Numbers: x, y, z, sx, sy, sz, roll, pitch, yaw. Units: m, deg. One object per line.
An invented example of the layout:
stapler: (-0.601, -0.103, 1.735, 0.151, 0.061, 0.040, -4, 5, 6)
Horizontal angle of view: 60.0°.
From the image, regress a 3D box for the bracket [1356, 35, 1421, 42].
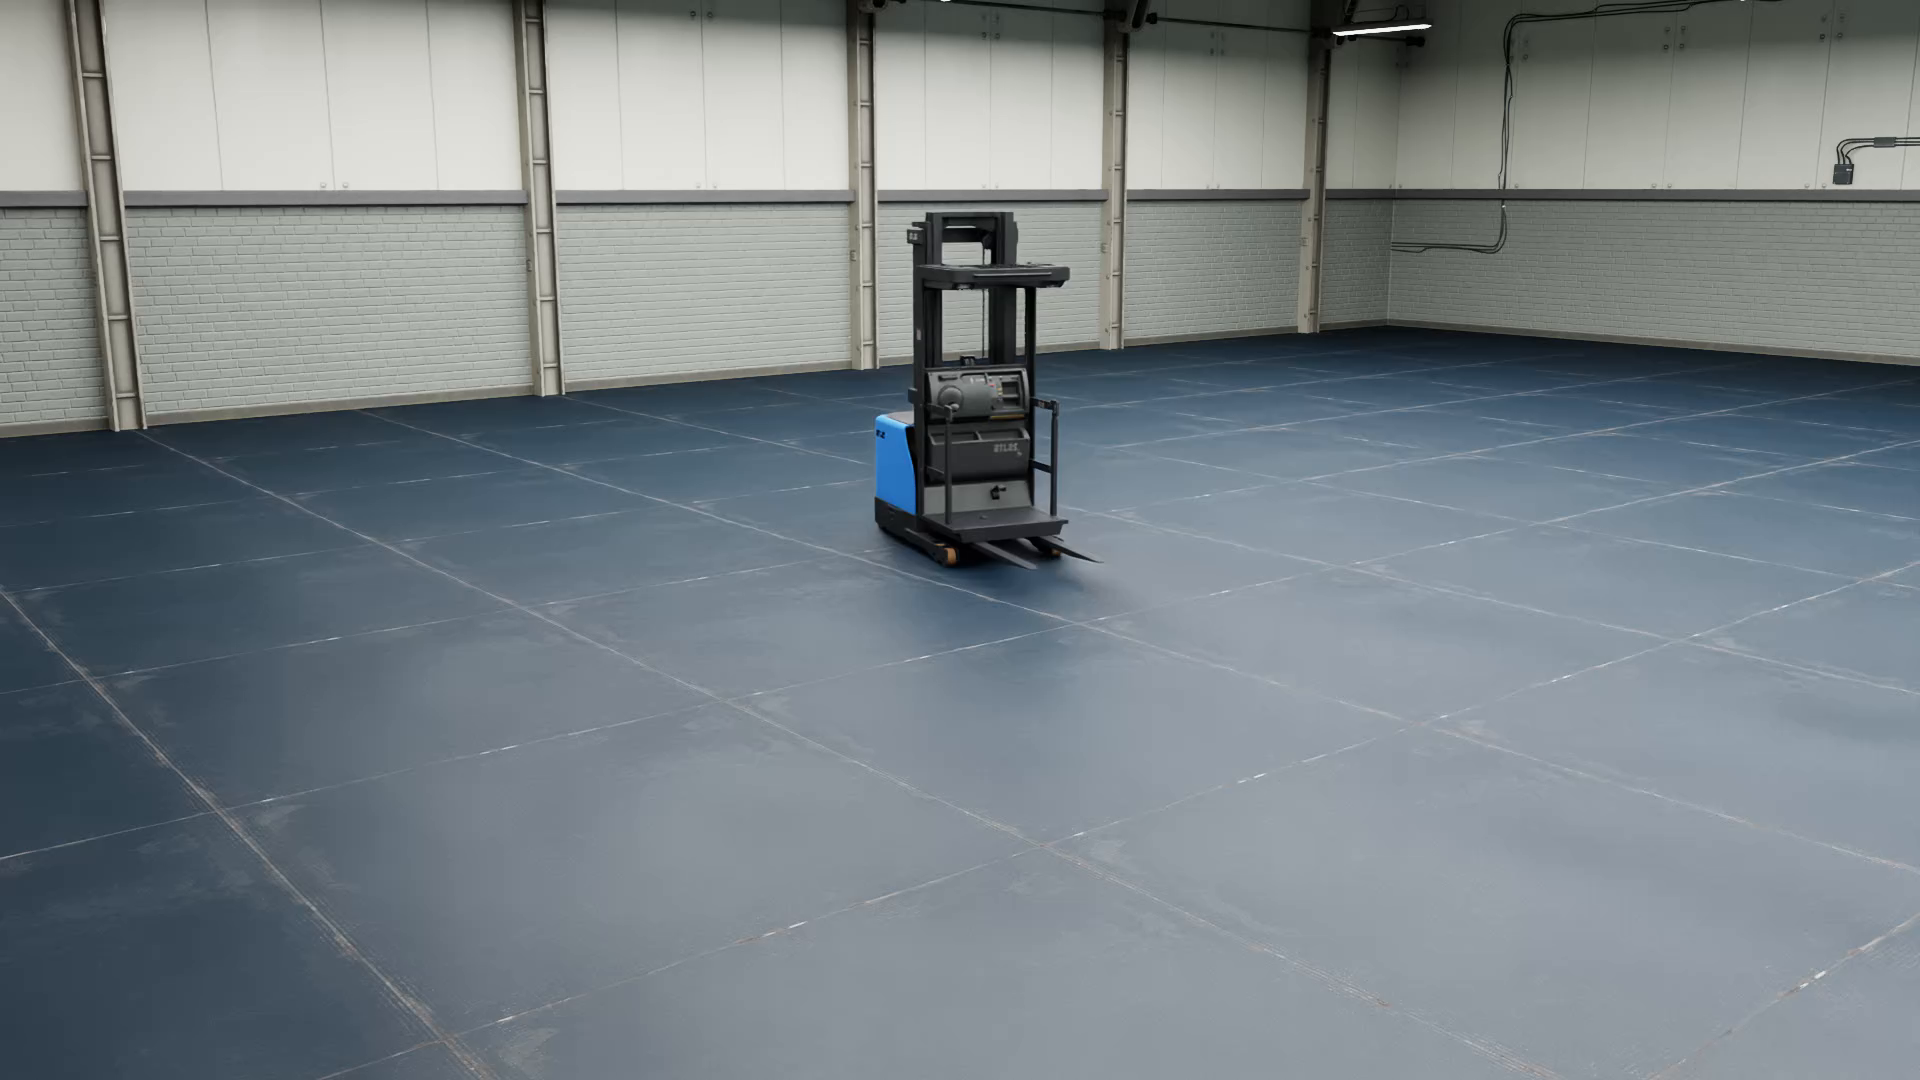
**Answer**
bracket: (9.629, -10.982, 36.517, 3.189, 0.066, 0.076, -9, 15, -38)

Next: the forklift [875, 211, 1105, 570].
forklift: (0.250, -1.306, 14.224, 1.130, 2.935, 3.031, -5, 13, -23)

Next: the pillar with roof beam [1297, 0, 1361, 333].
pillar with roof beam: (10.383, -8.296, 32.532, 0.548, 9.000, 9.100, -9, 15, -38)

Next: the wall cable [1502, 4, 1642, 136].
wall cable: (12.510, -9.675, 34.342, 0.112, 2.526, 3.097, -9, 15, -38)

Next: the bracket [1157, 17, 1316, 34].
bracket: (5.579, -10.309, 33.348, 4.783, 0.066, 0.076, -9, 15, -38)

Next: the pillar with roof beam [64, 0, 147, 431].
pillar with roof beam: (-8.358, -5.182, 17.866, 0.400, 9.000, 9.100, -9, 15, -38)

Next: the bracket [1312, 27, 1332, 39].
bracket: (7.591, -10.643, 34.922, 0.430, 0.232, 0.235, -9, 15, -38)

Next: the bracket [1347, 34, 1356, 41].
bracket: (8.239, -10.751, 35.429, 0.430, 0.232, 0.235, -9, 15, -38)

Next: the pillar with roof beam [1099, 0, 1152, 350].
pillar with roof beam: (5.698, -7.517, 28.866, 0.548, 9.000, 9.100, -9, 15, -38)

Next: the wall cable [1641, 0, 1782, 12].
wall cable: (14.443, -11.398, 31.506, 0.112, 2.526, 3.097, -9, 15, -38)

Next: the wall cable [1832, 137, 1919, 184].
wall cable: (16.738, -9.284, 28.997, 0.169, 6.003, 2.305, -9, 15, -38)

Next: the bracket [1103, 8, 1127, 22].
bracket: (2.906, -9.865, 31.255, 0.430, 0.232, 0.235, -9, 15, -38)

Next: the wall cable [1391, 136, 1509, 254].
wall cable: (10.820, -7.643, 36.933, 0.112, 2.526, 3.097, -9, 15, -38)

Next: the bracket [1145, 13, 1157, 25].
bracket: (3.554, -9.973, 31.763, 0.430, 0.232, 0.235, -9, 15, -38)

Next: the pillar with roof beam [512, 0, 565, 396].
pillar with roof beam: (-3.672, -5.960, 21.533, 0.400, 9.000, 9.100, -9, 15, -38)

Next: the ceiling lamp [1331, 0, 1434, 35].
ceiling lamp: (7.643, -10.578, 29.225, 0.800, 3.185, 2.000, -9, 15, -38)

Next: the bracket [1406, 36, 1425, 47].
bracket: (10.090, -11.059, 36.877, 0.430, 0.232, 0.235, -9, 15, -38)

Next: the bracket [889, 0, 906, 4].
bracket: (-1.131, -9.194, 28.096, 0.430, 0.232, 0.235, -9, 15, -38)

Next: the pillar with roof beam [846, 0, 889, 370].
pillar with roof beam: (1.013, -6.739, 25.199, 0.548, 9.000, 9.100, -9, 15, -38)

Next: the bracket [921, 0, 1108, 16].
bracket: (0.894, -9.531, 29.681, 4.783, 0.066, 0.076, -9, 15, -38)
